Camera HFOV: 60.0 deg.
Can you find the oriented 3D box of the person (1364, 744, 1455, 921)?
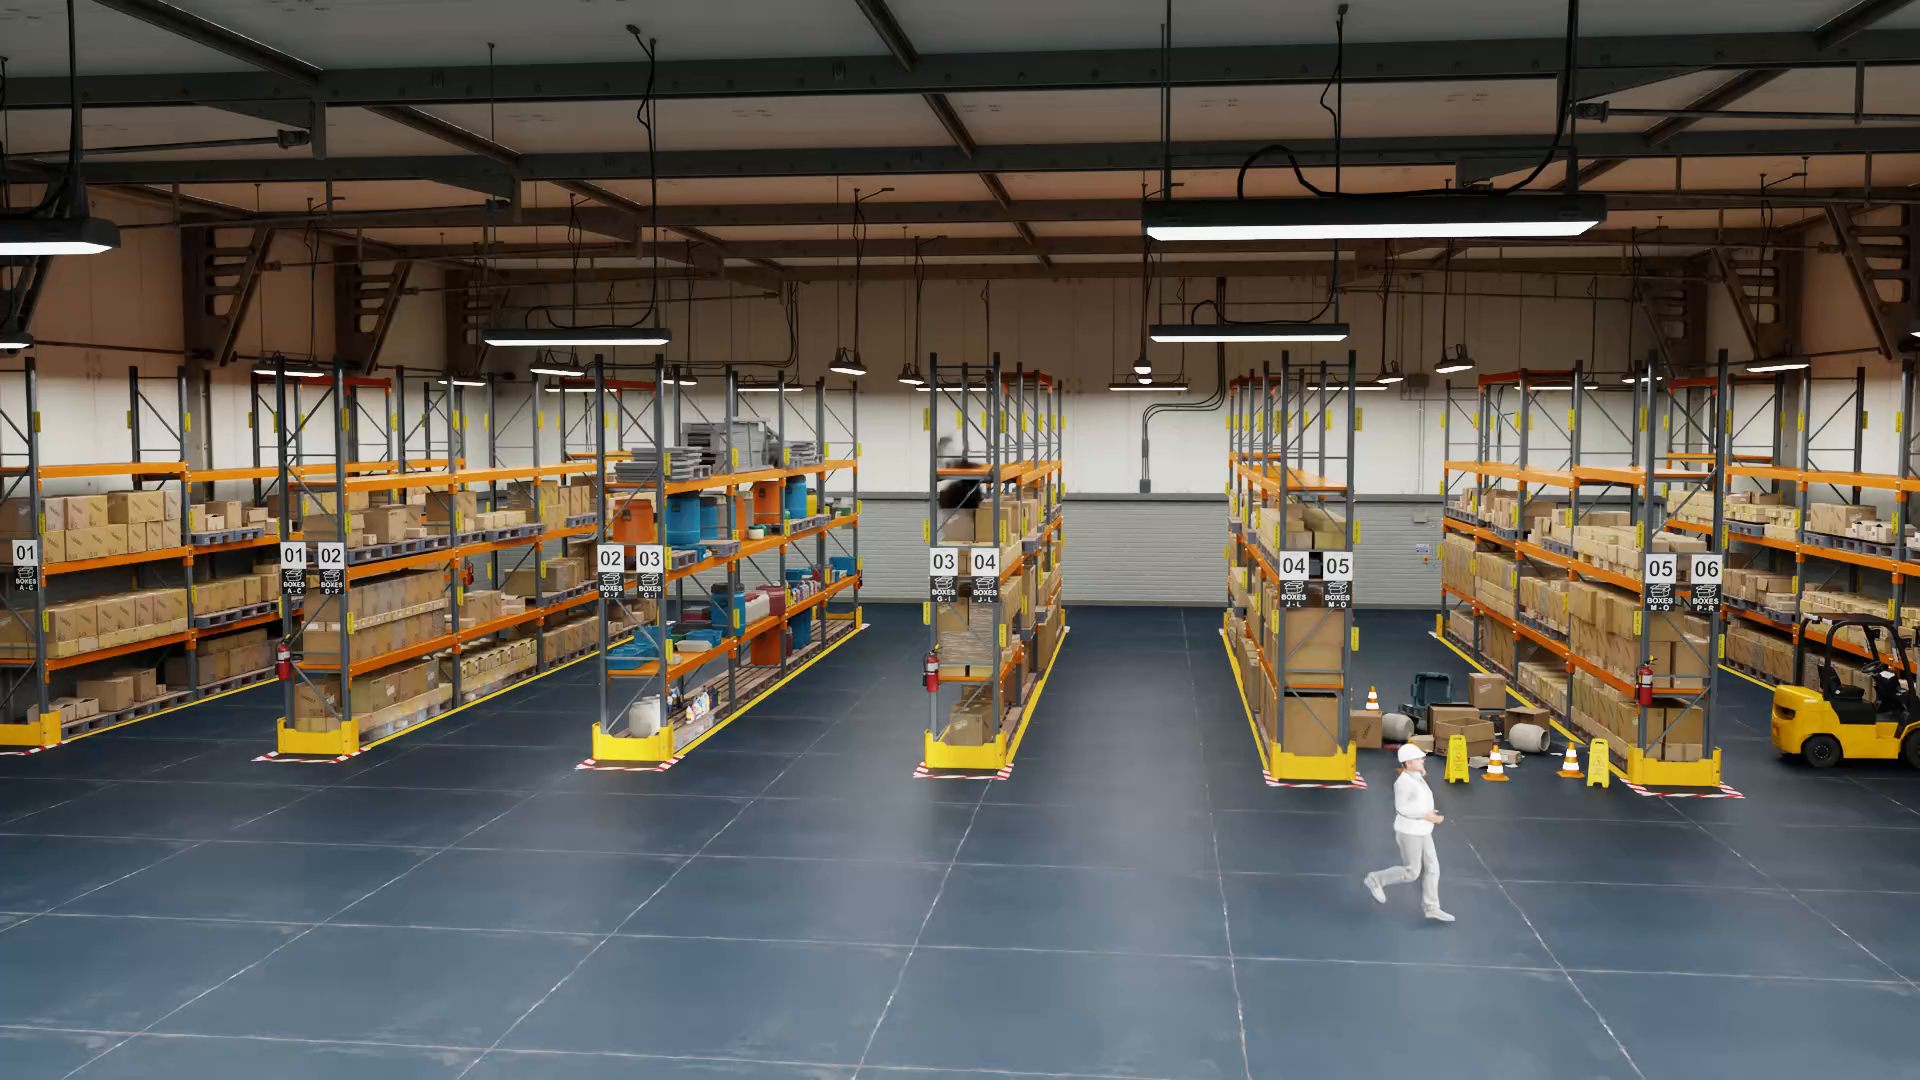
[{"bbox_3d":[4.557,2.932,16.783,0.904,1.758,0.660,3,5,32],"label":"person"}]
